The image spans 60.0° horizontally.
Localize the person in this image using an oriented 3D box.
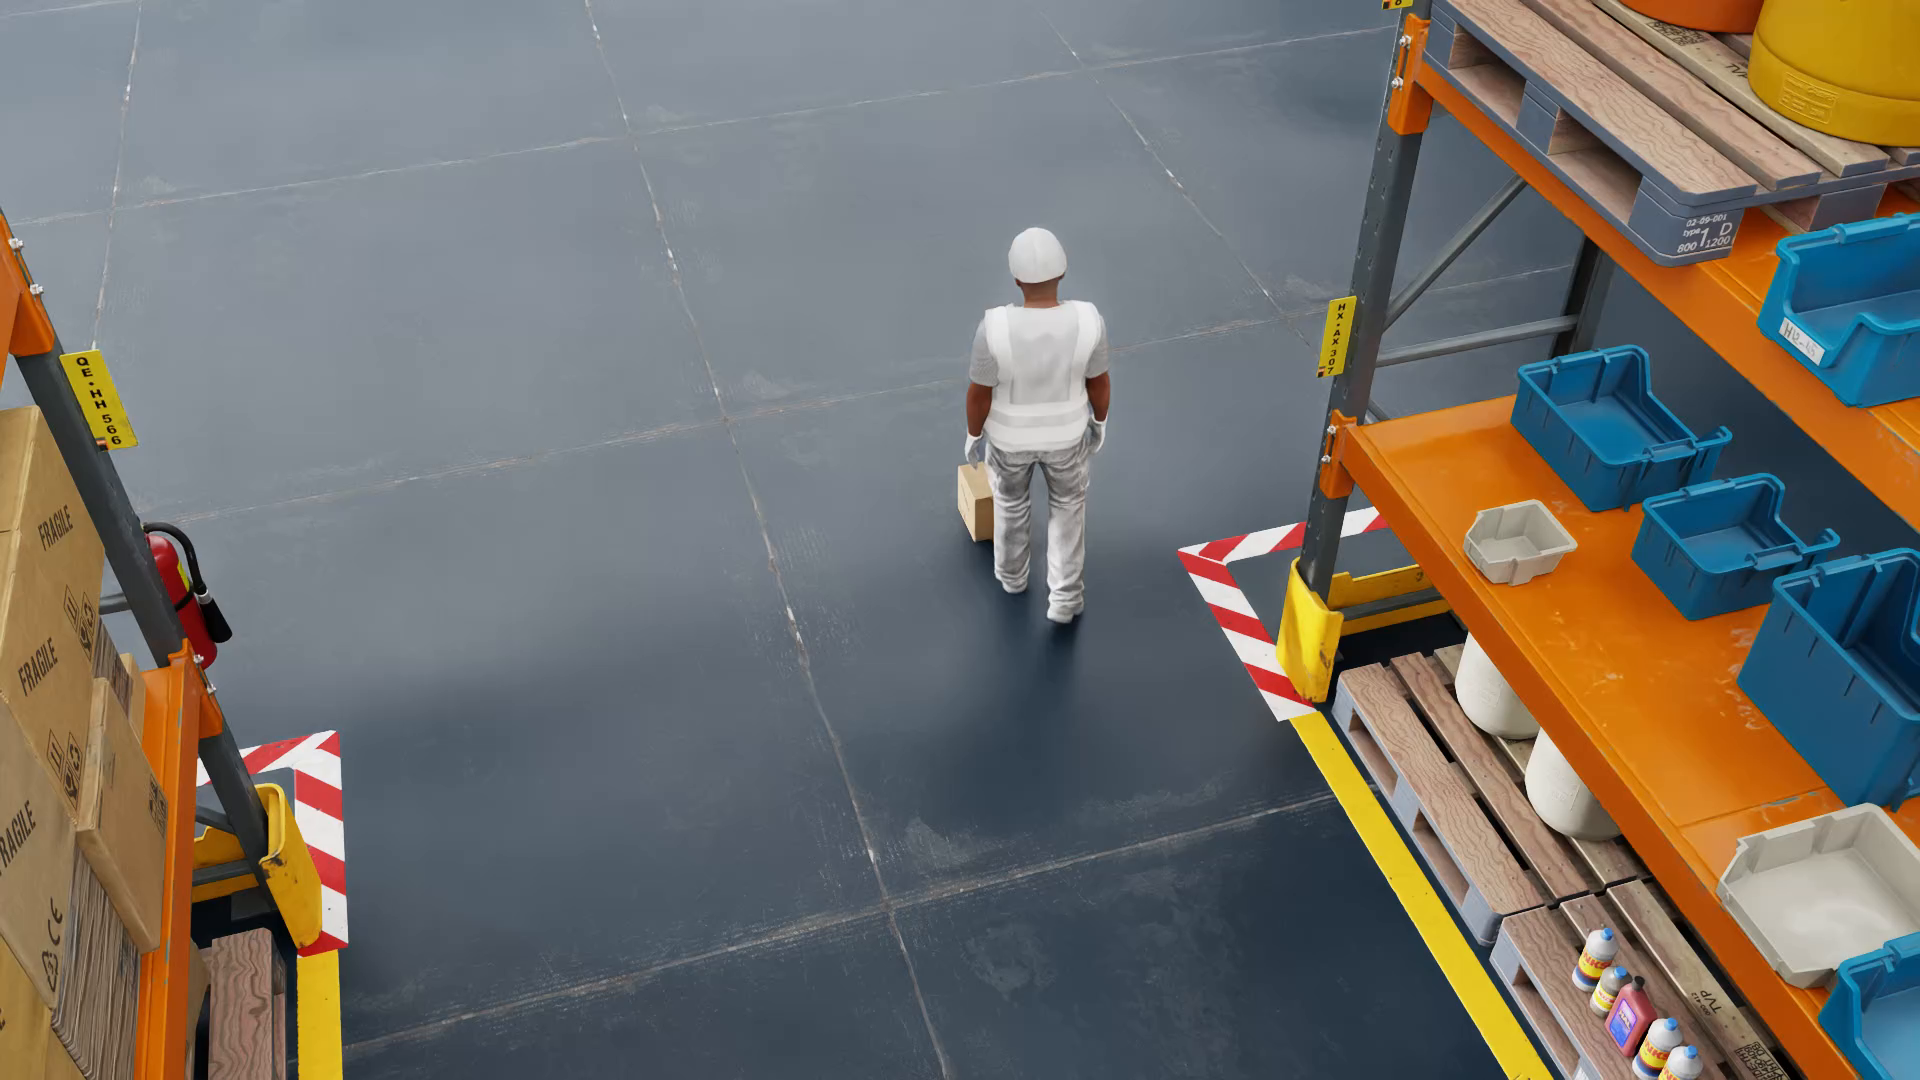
[{"bbox_3d":[0.303,-0.426,6.605,0.572,1.792,0.632,-3,42,-4],"label":"person"}]
